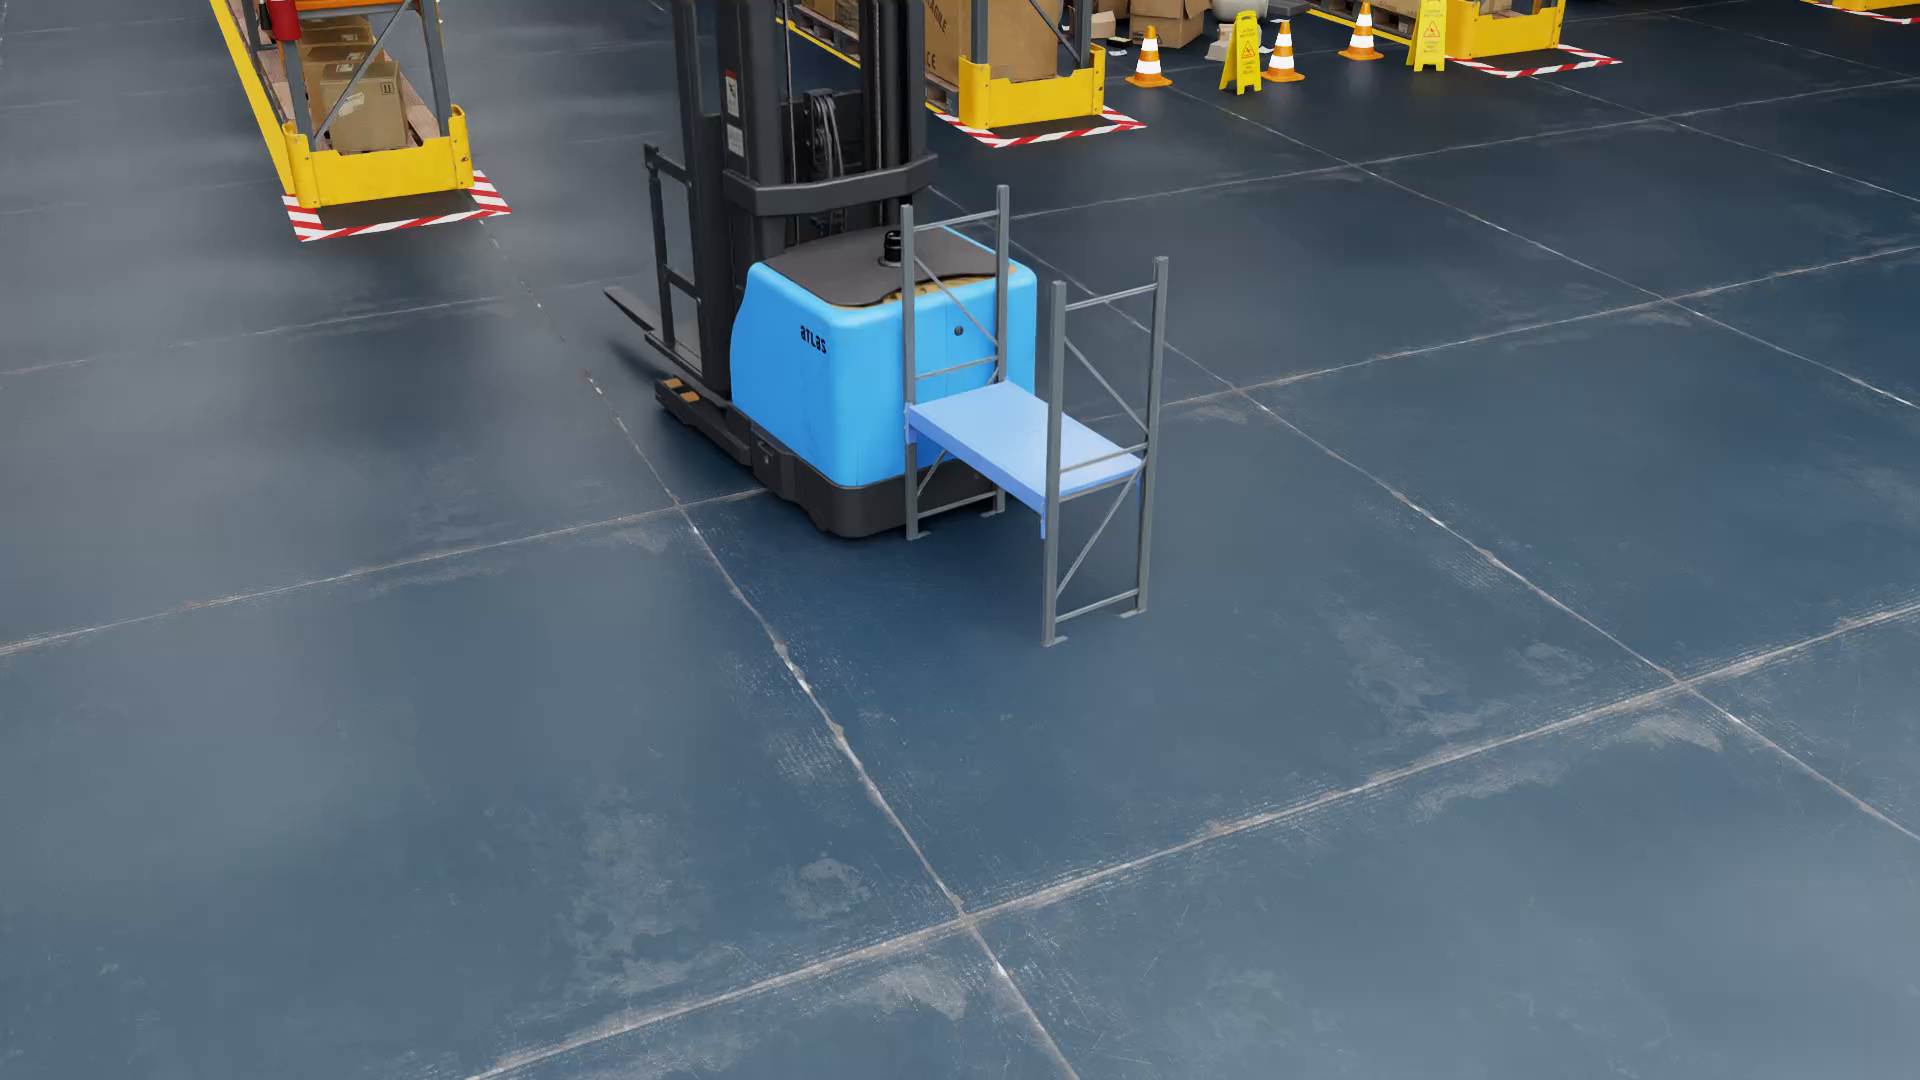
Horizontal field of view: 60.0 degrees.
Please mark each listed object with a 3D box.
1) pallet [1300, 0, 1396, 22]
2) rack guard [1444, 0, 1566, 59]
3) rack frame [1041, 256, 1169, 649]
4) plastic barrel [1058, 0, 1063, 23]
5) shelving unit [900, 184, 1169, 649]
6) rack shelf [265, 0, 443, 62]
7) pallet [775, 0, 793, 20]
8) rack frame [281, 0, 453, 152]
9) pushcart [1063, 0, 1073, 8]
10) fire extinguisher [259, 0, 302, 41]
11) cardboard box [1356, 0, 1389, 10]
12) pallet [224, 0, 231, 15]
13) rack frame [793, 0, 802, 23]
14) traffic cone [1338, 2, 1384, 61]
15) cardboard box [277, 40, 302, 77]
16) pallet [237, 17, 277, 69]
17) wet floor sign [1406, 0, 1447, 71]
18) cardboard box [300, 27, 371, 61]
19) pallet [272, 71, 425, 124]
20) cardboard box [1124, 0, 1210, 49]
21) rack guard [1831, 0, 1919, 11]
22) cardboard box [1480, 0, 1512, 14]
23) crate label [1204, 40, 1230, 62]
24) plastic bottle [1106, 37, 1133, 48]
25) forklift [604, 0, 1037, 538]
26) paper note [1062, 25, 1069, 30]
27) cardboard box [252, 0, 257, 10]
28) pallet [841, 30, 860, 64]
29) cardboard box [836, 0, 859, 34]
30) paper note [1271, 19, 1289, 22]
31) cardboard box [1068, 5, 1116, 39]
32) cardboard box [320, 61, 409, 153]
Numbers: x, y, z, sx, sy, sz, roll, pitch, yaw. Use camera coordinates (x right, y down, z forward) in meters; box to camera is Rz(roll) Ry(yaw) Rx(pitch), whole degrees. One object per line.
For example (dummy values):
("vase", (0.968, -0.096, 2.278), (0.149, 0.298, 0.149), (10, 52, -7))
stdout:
("pallet", (4.118, -5.508, 16.857), (1.003, 0.211, 1.213), (-13, 32, -22))
("rack guard", (4.955, -4.730, 15.173), (1.175, 0.500, 0.348), (-13, 32, -22))
("rack frame", (0.536, -0.303, 6.256), (0.500, 1.500, 0.032), (-18, 34, -28))
("plastic barrel", (0.716, -5.167, 16.031), (0.512, 0.421, 0.421), (7, 30, 13))
("shelving unit", (0.259, -0.511, 6.628), (0.538, 1.500, 1.048), (-18, 34, -28))
("rack shelf", (-4.821, -4.275, 12.543), (1.077, 0.370, 4.000), (-13, 32, -22))
("pallet", (-1.556, -5.578, 16.982), (1.003, 0.211, 1.213), (-13, 32, -22))
("rack frame", (-3.963, -3.706, 10.791), (1.000, 3.000, 0.127), (-13, 32, -22))
("pushcart", (1.233, -5.909, 17.401), (0.936, 0.377, 1.648), (26, 38, 38))
("fire extinguisher", (-4.330, -3.525, 10.548), (0.296, 0.674, 0.183), (-13, 32, -22))
("cardboard box", (4.182, -5.301, 16.019), (0.500, 0.250, 0.500), (-13, 32, -22))
("pallet", (-7.063, -5.678, 17.159), (1.003, 0.211, 1.213), (-13, 32, -22))
("rack frame", (-1.157, -6.469, 15.720), (1.000, 3.000, 0.127), (-13, 32, -22))
("traffic cone", (3.638, -4.599, 14.978), (0.336, 0.463, 0.334), (-13, 32, -22))
("cardboard box", (-5.292, -4.129, 13.673), (0.500, 0.500, 0.500), (-3, 29, -6))
("pallet", (-6.015, -4.600, 15.237), (1.003, 0.211, 1.213), (-13, 32, -22))
("wet floor sign", (4.103, -4.451, 14.528), (0.267, 0.644, 0.232), (-3, 29, -5))
("cardboard box", (-4.755, -3.615, 12.757), (0.500, 0.500, 0.500), (-10, 31, -17))
("pallet", (-4.832, -3.427, 13.146), (1.003, 0.211, 1.213), (-13, 32, -22))
("cardboard box", (1.947, -4.942, 15.548), (0.637, 0.503, 0.797), (13, 32, 21))
("rack guard", (9.479, -5.729, 16.956), (1.175, 0.500, 0.348), (-13, 32, -22))
("cardboard box", (4.891, -5.185, 15.811), (0.500, 0.250, 0.500), (-13, 32, -22))
("crate label", (2.388, -4.408, 14.971), (0.298, 0.136, 0.250), (19, 34, 30))
("plastic bottle", (1.454, -4.622, 15.430), (0.283, 0.061, 0.133), (26, 38, 38))
("forklift", (-0.882, -1.964, 7.755), (1.130, 2.935, 3.031), (-18, 34, -29))
("paper note", (1.079, -4.955, 16.064), (0.172, 0.023, 0.155), (-3, 29, -5))
("cardboard box", (-6.352, -5.312, 15.761), (0.700, 0.500, 0.500), (-16, 33, -26))
("pallet", (-0.373, -4.361, 14.811), (1.003, 0.211, 1.213), (-13, 32, -22))
("cardboard box", (-0.560, -5.036, 14.907), (0.875, 0.875, 0.875), (-13, 32, -22))
("paper note", (3.143, -5.097, 16.309), (0.148, 0.019, 0.142), (26, 38, 38))
("cardboard box", (1.245, -4.904, 15.724), (0.396, 0.266, 0.258), (-8, 30, -13))
("cardboard box", (-4.216, -3.078, 11.798), (0.500, 0.500, 0.500), (-7, 30, -13))
